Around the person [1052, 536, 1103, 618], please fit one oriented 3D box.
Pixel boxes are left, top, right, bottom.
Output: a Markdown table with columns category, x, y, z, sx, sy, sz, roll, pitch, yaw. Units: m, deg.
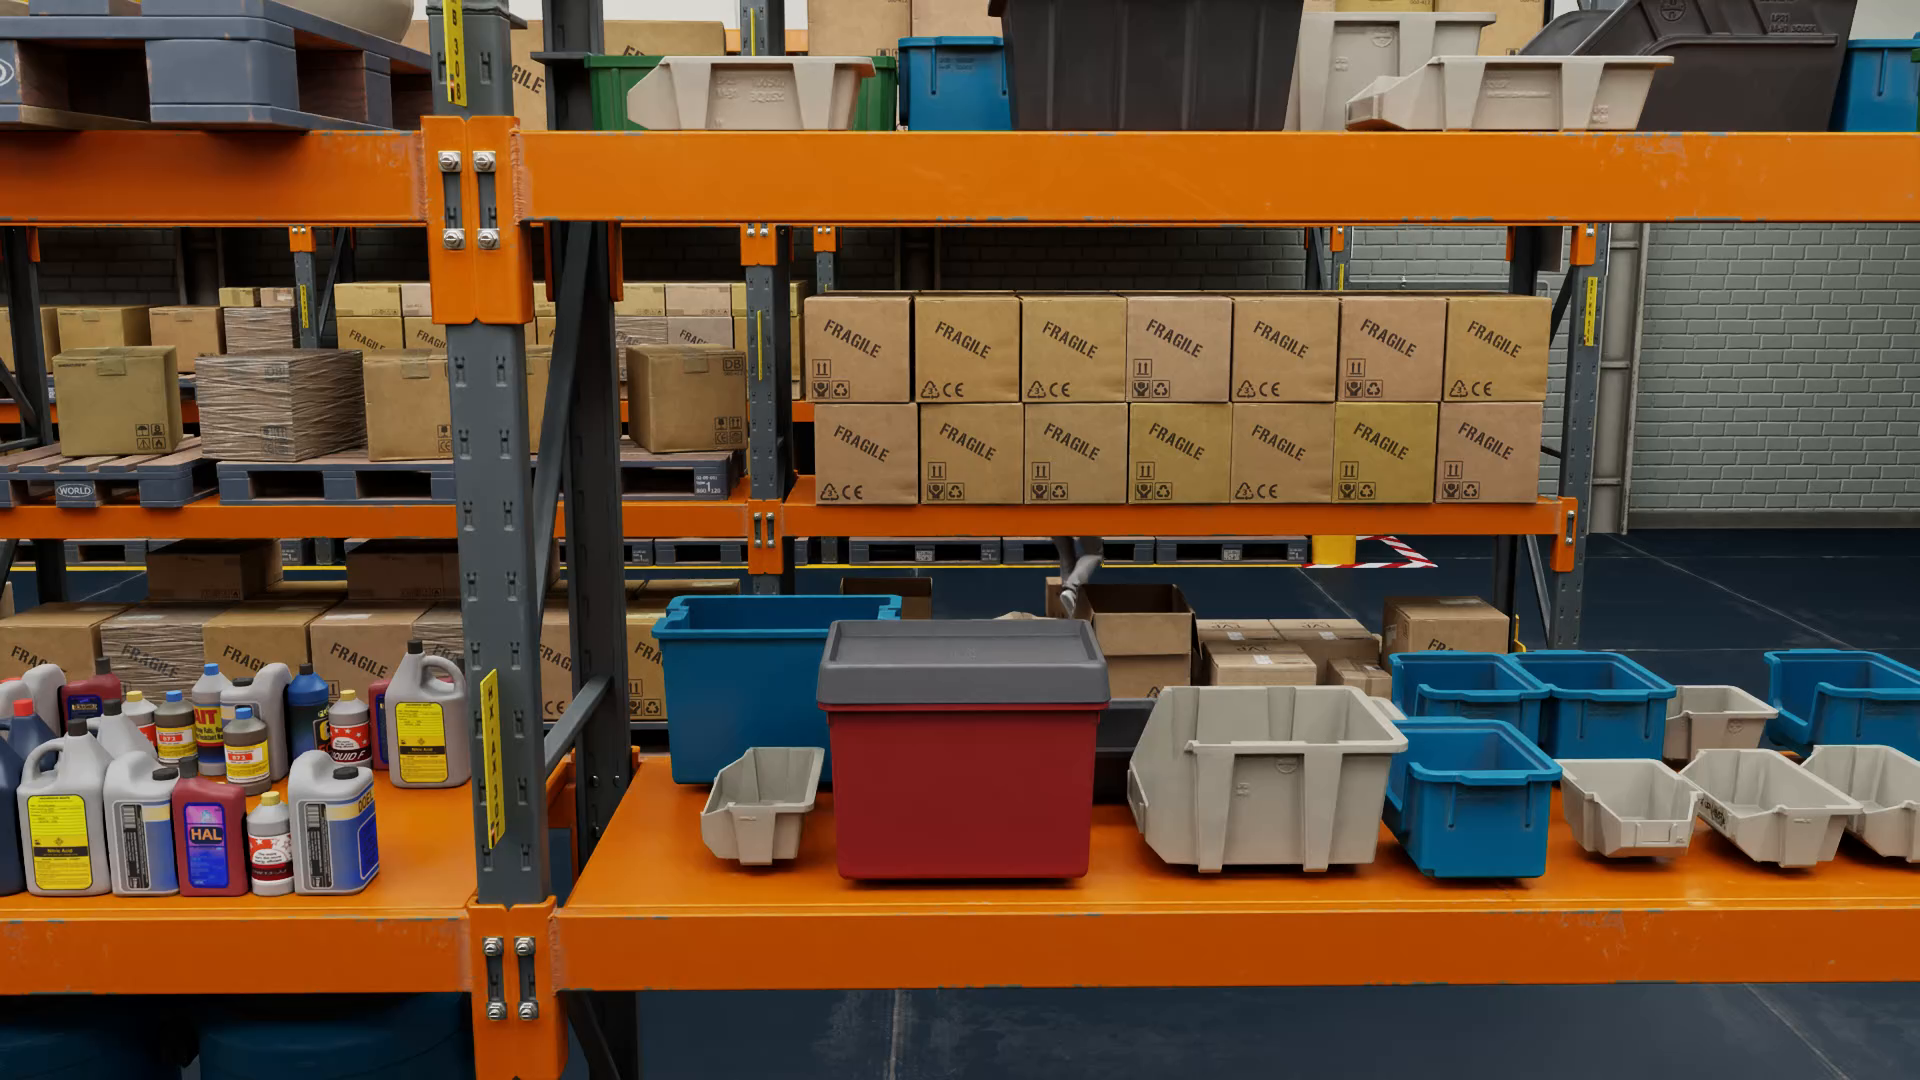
| category | x | y | z | sx | sy | sz | roll | pitch | yaw |
| --- | --- | --- | --- | --- | --- | --- | --- | --- | --- |
| person | 0.707 | -0.174 | 10.826 | 0.459 | 1.600 | 0.610 | 4 | 11 | 21 |
